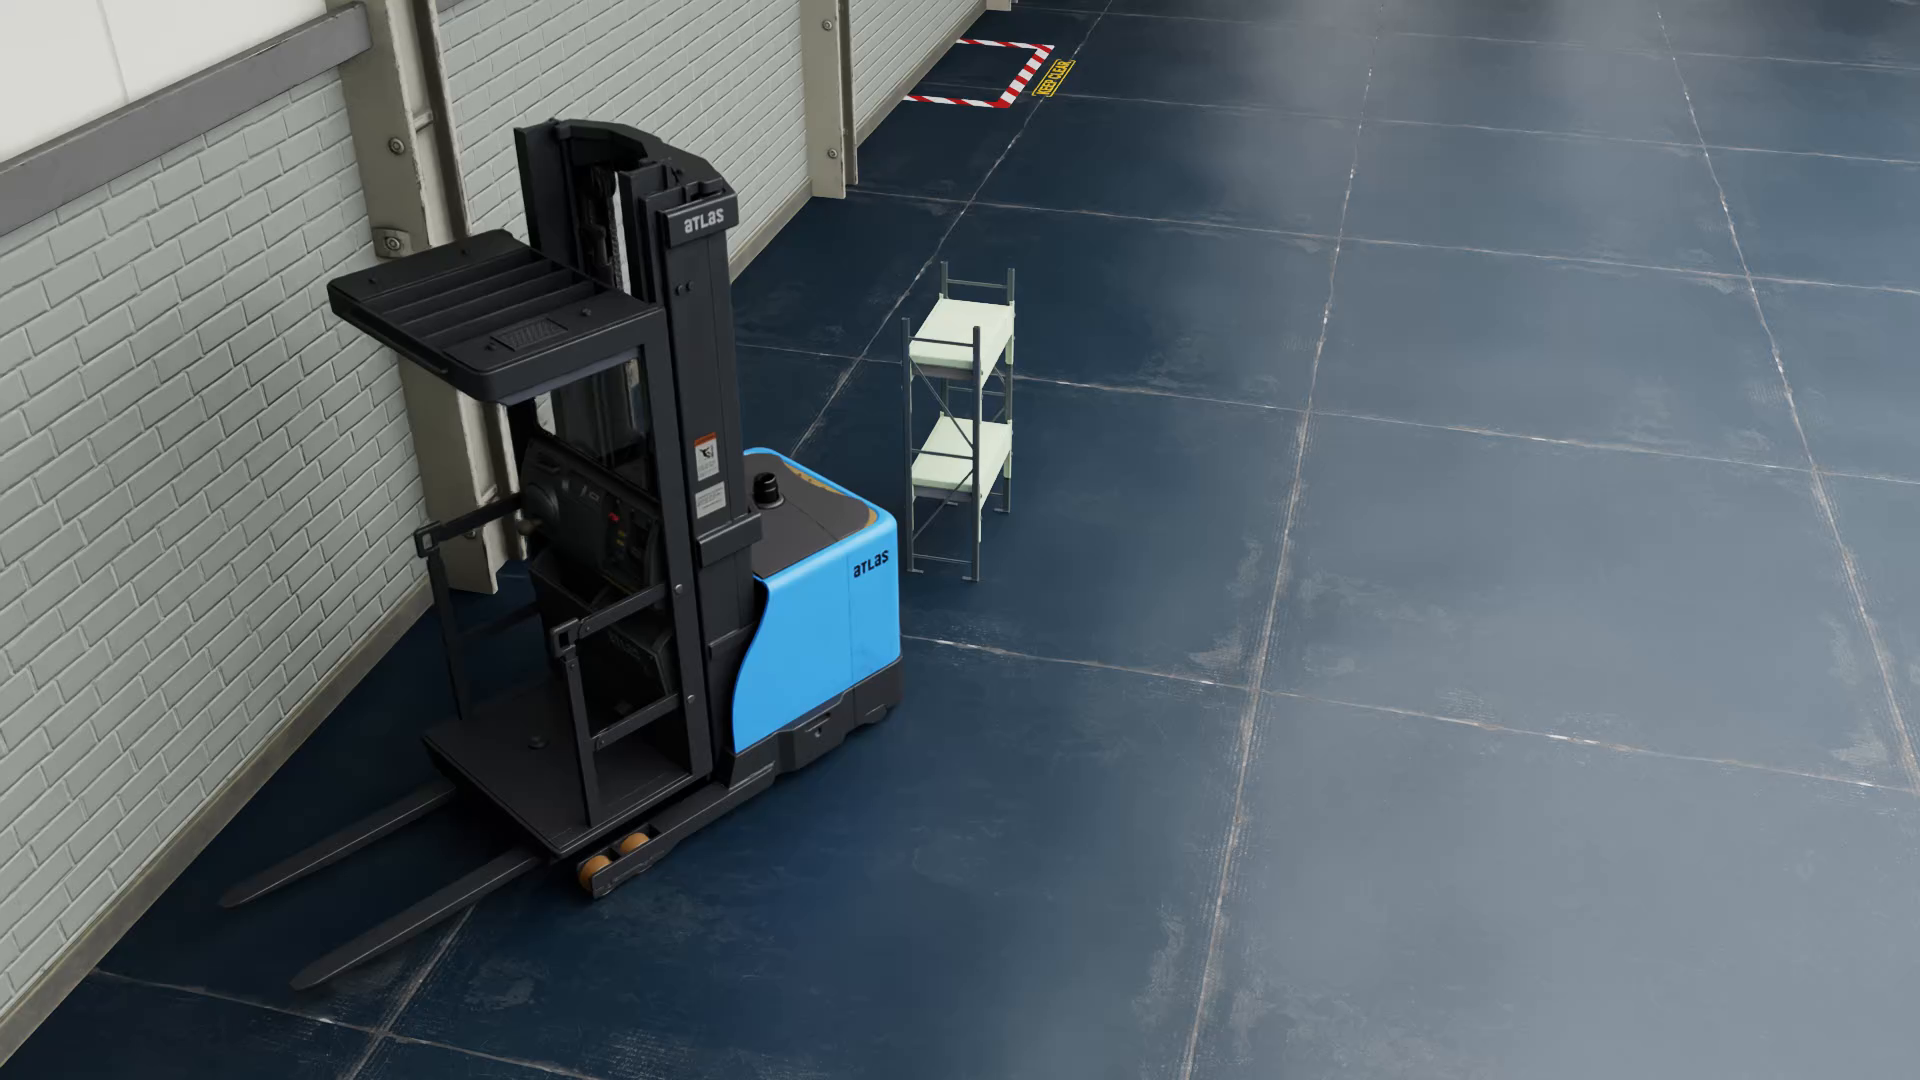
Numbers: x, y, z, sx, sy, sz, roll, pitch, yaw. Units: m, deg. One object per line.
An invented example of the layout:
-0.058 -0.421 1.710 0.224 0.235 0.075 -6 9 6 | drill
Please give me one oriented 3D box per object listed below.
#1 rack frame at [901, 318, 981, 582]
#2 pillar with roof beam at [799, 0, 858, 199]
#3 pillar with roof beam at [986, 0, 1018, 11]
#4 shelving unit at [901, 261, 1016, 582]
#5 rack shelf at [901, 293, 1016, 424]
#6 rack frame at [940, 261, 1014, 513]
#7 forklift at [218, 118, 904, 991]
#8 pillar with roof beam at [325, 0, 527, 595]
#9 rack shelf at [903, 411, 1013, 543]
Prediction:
-0.095 -0.440 8.613 0.400 1.500 0.023 8 33 12 | rack frame
3.102 -6.157 10.618 9.100 9.000 0.400 8 33 12 | pillar with roof beam
4.625 -9.271 15.515 9.100 9.000 0.400 8 33 12 | pillar with roof beam
-0.002 -0.629 8.912 0.431 1.500 0.755 8 33 12 | shelving unit
-0.002 -0.959 8.703 0.431 0.370 0.720 8 33 12 | rack shelf
0.091 -0.819 9.211 0.400 1.500 0.023 8 33 12 | rack frame
-1.663 -0.058 6.680 1.130 2.935 3.031 28 42 36 | forklift
1.579 -3.044 5.720 9.100 9.000 0.400 8 33 12 | pillar with roof beam
-0.002 -0.354 9.087 0.431 0.370 0.720 8 33 12 | rack shelf
